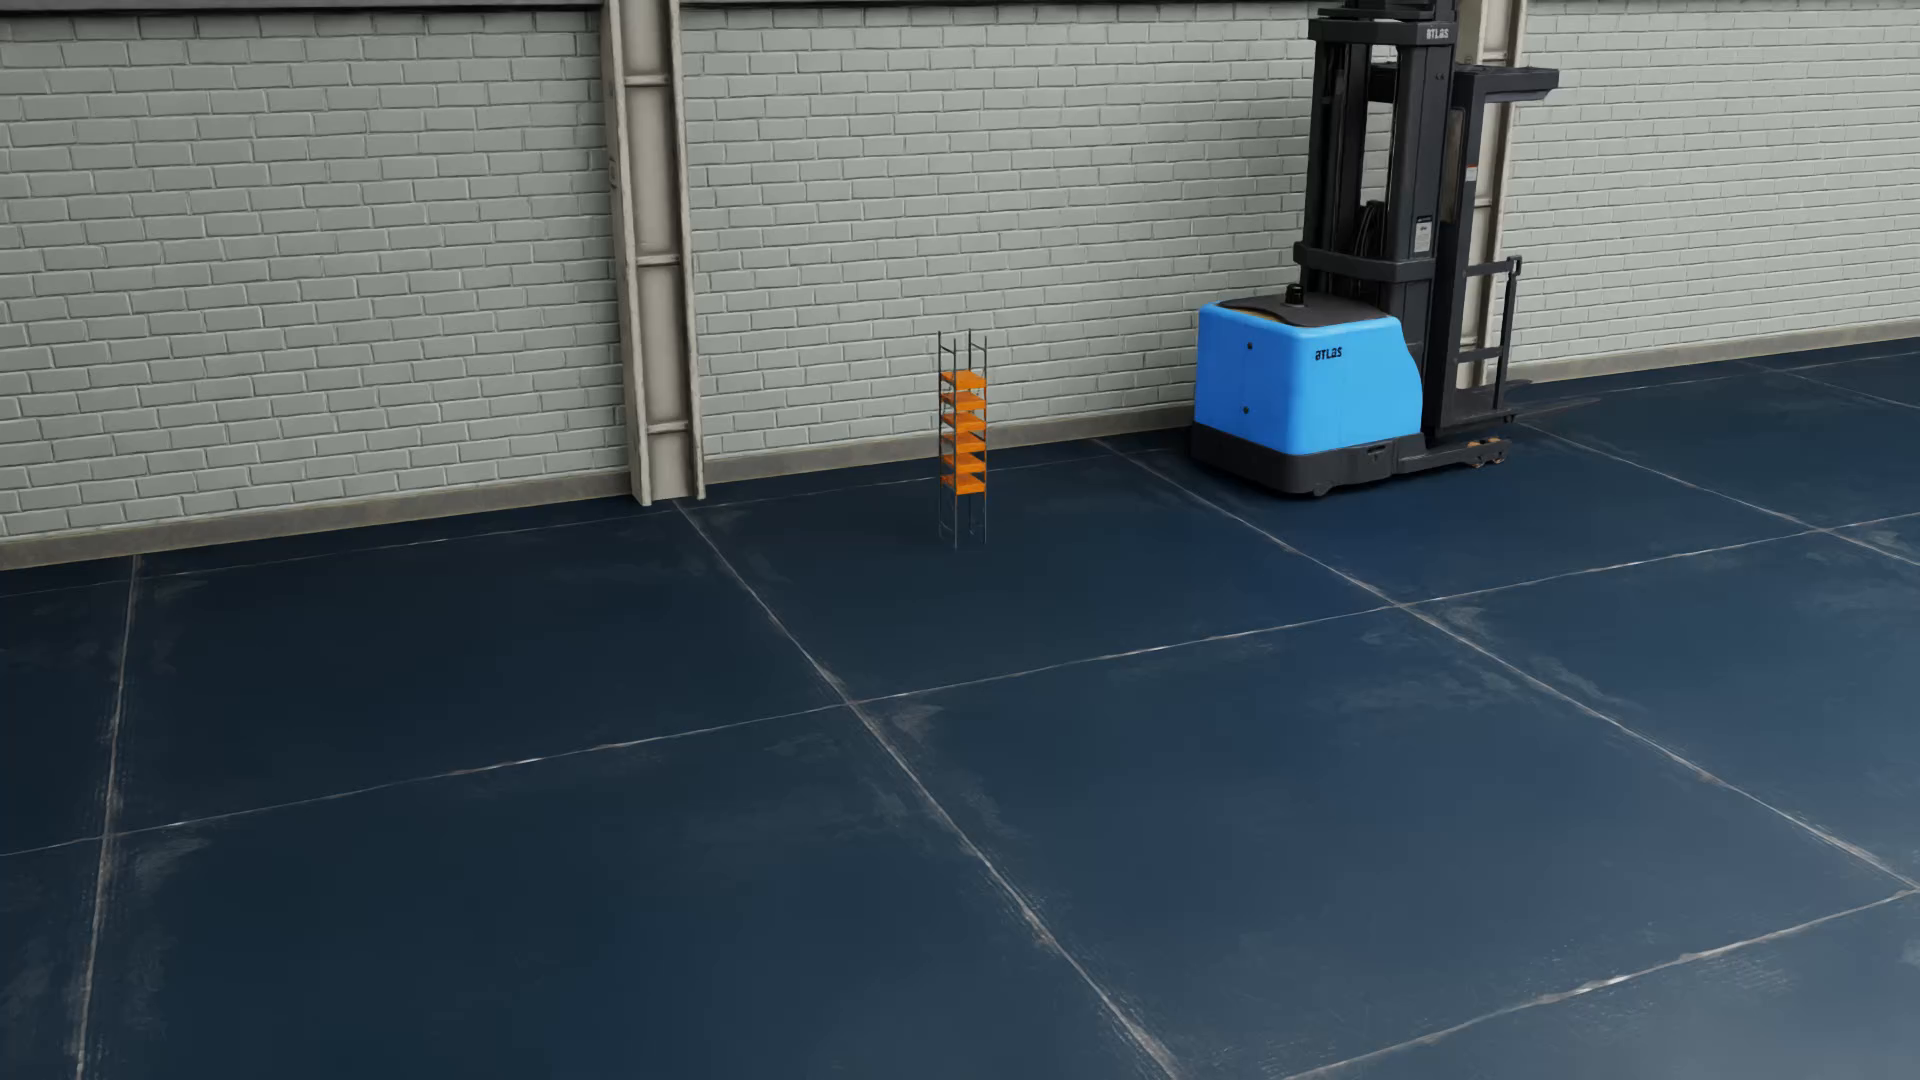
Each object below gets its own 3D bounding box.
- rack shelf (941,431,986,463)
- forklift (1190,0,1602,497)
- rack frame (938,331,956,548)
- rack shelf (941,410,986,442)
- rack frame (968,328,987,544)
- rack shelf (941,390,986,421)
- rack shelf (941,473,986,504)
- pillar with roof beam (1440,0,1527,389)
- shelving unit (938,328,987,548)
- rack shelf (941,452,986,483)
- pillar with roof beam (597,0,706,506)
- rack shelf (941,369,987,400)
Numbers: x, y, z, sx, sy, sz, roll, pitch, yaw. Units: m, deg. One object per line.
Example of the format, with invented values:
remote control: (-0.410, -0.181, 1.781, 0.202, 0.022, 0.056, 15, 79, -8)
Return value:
rack shelf: (0.013, -0.526, 9.343, 0.180, 0.103, 0.258, -8, 21, -22)
forklift: (3.032, -1.993, 10.769, 3.031, 2.935, 1.130, -11, 22, -29)
rack frame: (-0.071, -0.556, 9.294, 0.006, 1.200, 0.240, -8, 21, -22)
rack shelf: (0.013, -0.639, 9.303, 0.180, 0.103, 0.258, -8, 21, -22)
rack frame: (0.097, -0.580, 9.362, 0.006, 1.200, 0.240, -8, 21, -22)
rack shelf: (0.013, -0.752, 9.263, 0.180, 0.103, 0.258, -8, 21, -22)
rack shelf: (0.013, -0.300, 9.423, 0.180, 0.103, 0.258, -8, 21, -22)
pillar with roof beam: (5.406, -3.999, 7.329, 0.400, 9.000, 9.100, -8, 21, -22)
shelving unit: (0.013, -0.568, 9.328, 0.189, 1.200, 0.258, -8, 21, -22)
rack shelf: (0.013, -0.413, 9.383, 0.180, 0.103, 0.258, -8, 21, -22)
pillar with roof beam: (-0.103, -3.209, 5.088, 0.400, 9.000, 9.100, -8, 21, -22)
rack shelf: (0.013, -0.866, 9.223, 0.180, 0.103, 0.258, -8, 21, -22)
